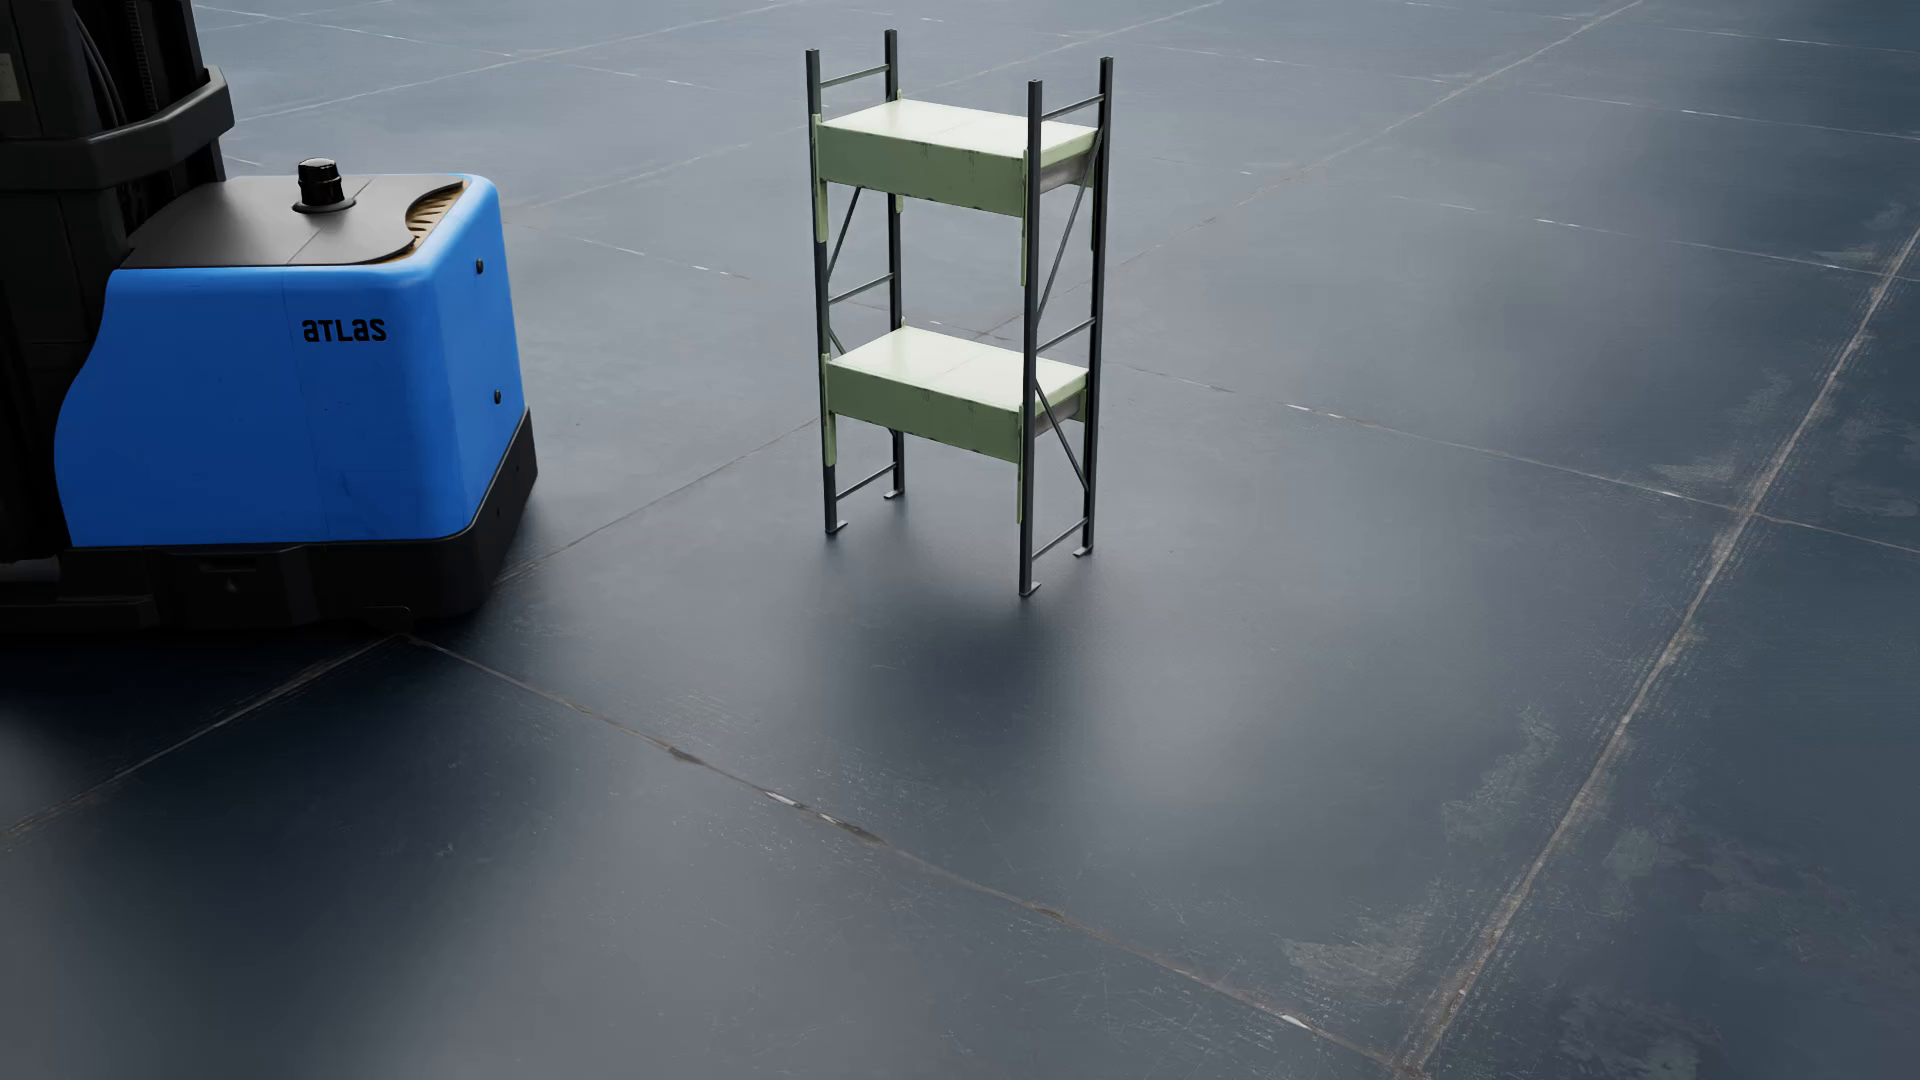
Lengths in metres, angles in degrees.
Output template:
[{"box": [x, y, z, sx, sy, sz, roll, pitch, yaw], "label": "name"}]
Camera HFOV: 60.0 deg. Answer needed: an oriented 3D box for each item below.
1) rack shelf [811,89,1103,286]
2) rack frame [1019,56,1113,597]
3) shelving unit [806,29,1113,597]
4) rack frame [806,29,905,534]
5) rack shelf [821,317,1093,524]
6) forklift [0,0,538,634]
[{"box": [-0.006, -1.018, 4.736, 0.720, 0.370, 0.431, 17, 32, 30], "label": "rack shelf"}, {"box": [0.296, -0.576, 4.729, 0.023, 1.500, 0.400, 17, 32, 30], "label": "rack frame"}, {"box": [-0.006, -0.670, 4.913, 0.755, 1.500, 0.431, 17, 32, 30], "label": "shelving unit"}, {"box": [-0.307, -0.764, 5.098, 0.023, 1.500, 0.400, 17, 32, 30], "label": "rack frame"}, {"box": [-0.006, -0.380, 5.061, 0.720, 0.370, 0.431, 17, 32, 30], "label": "rack shelf"}, {"box": [-2.892, -1.231, 4.437, 3.031, 2.935, 1.130, -1, 27, -2], "label": "forklift"}]
